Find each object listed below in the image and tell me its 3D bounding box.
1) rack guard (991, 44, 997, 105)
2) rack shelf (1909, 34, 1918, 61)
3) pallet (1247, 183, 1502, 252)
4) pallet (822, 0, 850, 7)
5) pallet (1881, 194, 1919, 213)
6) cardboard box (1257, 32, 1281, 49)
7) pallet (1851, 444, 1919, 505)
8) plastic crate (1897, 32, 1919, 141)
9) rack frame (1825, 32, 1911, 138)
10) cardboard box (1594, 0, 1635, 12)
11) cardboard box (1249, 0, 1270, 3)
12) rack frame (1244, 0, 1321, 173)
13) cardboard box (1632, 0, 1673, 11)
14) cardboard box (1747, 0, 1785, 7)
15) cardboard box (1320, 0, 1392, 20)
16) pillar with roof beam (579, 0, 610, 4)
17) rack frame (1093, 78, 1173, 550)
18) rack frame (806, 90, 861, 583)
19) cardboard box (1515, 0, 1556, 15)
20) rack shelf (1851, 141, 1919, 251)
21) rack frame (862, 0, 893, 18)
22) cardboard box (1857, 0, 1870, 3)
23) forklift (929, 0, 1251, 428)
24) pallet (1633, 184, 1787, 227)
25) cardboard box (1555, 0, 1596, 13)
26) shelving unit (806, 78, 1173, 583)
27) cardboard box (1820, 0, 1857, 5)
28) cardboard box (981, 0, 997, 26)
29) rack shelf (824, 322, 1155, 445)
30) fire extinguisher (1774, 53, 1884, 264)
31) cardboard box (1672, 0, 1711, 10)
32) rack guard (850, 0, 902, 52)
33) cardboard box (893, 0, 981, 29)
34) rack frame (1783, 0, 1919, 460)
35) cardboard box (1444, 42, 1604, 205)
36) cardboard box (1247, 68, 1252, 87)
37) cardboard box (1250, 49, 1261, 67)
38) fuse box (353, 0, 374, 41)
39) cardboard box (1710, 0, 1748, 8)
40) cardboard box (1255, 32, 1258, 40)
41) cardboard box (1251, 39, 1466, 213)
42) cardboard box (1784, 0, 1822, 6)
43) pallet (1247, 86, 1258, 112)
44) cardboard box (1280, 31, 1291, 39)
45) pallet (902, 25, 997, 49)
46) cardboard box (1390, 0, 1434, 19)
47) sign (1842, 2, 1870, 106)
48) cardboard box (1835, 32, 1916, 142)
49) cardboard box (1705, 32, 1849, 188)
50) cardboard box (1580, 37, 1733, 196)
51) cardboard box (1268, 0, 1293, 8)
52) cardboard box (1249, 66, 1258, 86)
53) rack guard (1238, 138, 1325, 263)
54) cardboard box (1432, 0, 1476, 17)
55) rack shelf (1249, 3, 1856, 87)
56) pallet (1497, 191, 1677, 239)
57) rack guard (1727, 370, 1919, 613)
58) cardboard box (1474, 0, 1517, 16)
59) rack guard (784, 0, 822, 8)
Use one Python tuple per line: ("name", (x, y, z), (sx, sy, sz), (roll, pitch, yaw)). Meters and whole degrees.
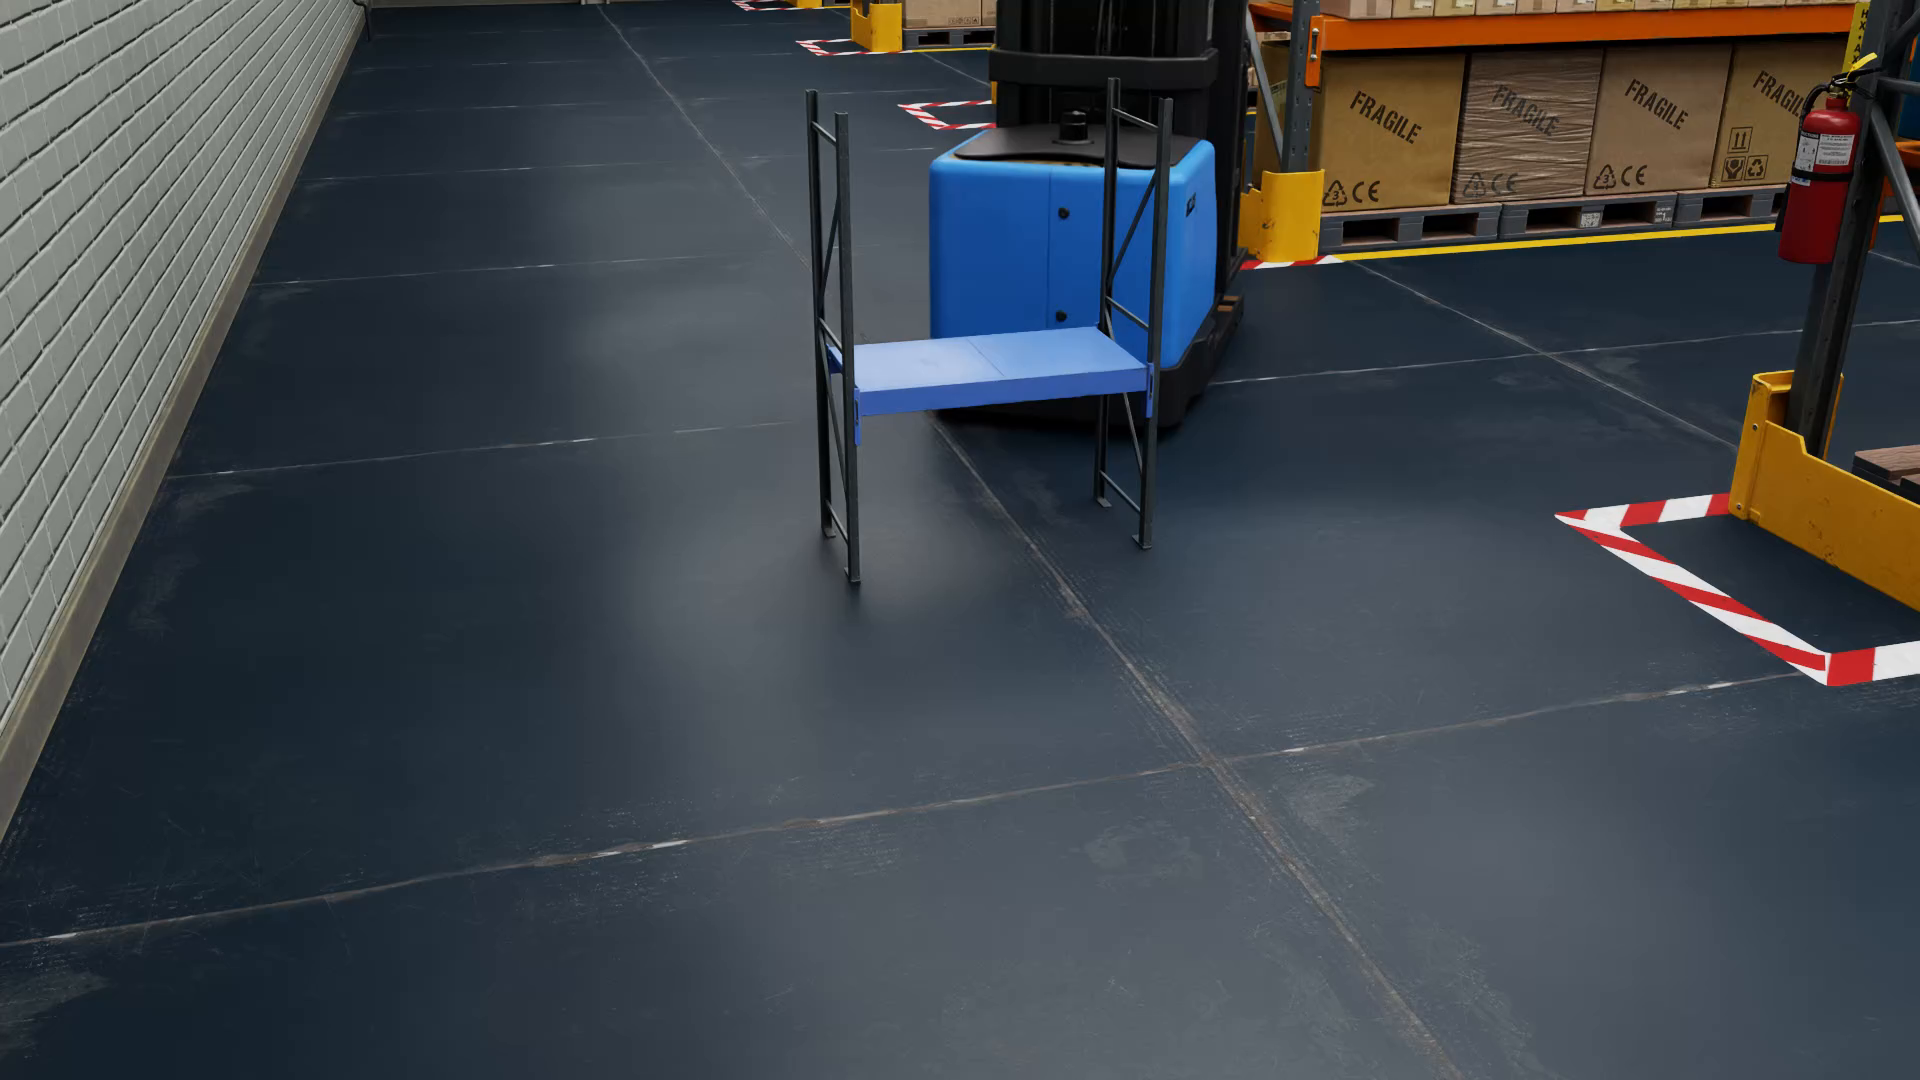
("rack guard", (0.588, -3.935, 14.286), (0.348, 0.500, 1.175), (-6, 24, -14))
("rack shelf", (7.534, -3.490, 10.992), (4.000, 0.370, 1.077), (-6, 24, -14))
("pallet", (2.506, -2.015, 10.178), (1.213, 0.211, 1.003), (-6, 24, -14))
("pallet", (-1.424, -7.640, 23.288), (1.213, 0.211, 1.003), (-6, 24, -14))
("pallet", (6.331, -2.437, 11.162), (1.213, 0.211, 1.003), (-6, 24, -14))
("cardboard box", (2.589, -4.369, 14.457), (0.250, 0.149, 0.380), (-6, 24, -14))
("pallet", (3.899, -0.093, 5.699), (1.213, 0.211, 1.003), (-6, 24, -14))
("plastic crate", (3.367, -1.452, 5.208), (0.499, 0.435, 0.616), (-6, 24, -14))
("rack frame", (5.608, -3.608, 10.354), (0.127, 3.000, 1.000), (-6, 24, -14))
("cardboard box", (3.668, -3.143, 9.590), (0.250, 0.149, 0.380), (-7, 24, -16))
("cardboard box", (3.507, -6.683, 19.683), (0.875, 0.875, 0.875), (-6, 24, -13))
("rack frame", (1.757, -3.182, 9.361), (0.127, 3.000, 1.000), (-6, 24, -14))
("cardboard box", (3.920, -3.172, 9.656), (0.250, 0.149, 0.380), (-6, 24, -14))
("cardboard box", (4.660, -3.253, 9.846), (0.250, 0.149, 0.380), (-6, 24, -13))
("cardboard box", (2.188, -2.979, 9.207), (0.250, 0.149, 0.380), (-6, 24, -14))
("pillar with roof beam", (-3.941, -10.006, 17.656), (0.400, 9.000, 9.100), (-6, 24, -14))
("rack frame", (0.572, -0.752, 5.602), (0.032, 1.500, 0.500), (-6, 24, -14))
("rack frame", (-0.407, -0.644, 5.349), (0.032, 1.500, 0.500), (-6, 24, -14))
("cardboard box", (3.177, -3.089, 9.463), (0.250, 0.149, 0.380), (-7, 24, -15))
("rack shelf", (5.020, -1.184, 5.617), (4.000, 0.370, 1.077), (-6, 24, -14))
("rack frame", (-0.920, -6.944, 18.129), (0.127, 3.000, 1.000), (-6, 24, -14))
("cardboard box", (5.403, -3.335, 10.038), (0.250, 0.149, 0.380), (-6, 24, -14))
("forklift", (0.770, -2.346, 7.500), (1.130, 2.935, 3.031), (7, 24, 15))
("pallet", (4.855, -2.275, 10.784), (1.213, 0.211, 1.003), (-6, 24, -14))
("cardboard box", (3.425, -3.117, 9.528), (0.250, 0.149, 0.380), (-7, 24, -15))
("shelving unit", (0.082, -0.698, 5.475), (1.048, 1.500, 0.538), (-6, 24, -14))
("cardboard box", (5.155, -3.308, 9.974), (0.250, 0.149, 0.380), (-6, 24, -13))
("cardboard box", (0.567, -6.168, 19.039), (0.875, 0.438, 0.875), (-6, 24, -13))
("rack shelf", (0.082, -0.533, 5.546), (1.000, 0.185, 0.538), (-6, 24, -14))
("fire extinguisher", (2.827, -1.251, 5.432), (0.183, 0.674, 0.296), (-6, 24, -14))
("cardboard box", (4.166, -3.198, 9.718), (0.250, 0.149, 0.380), (-7, 24, -15))
("rack guard", (-0.943, -5.793, 18.616), (0.348, 0.500, 1.175), (-6, 24, -14))
("cardboard box", (-0.312, -6.068, 18.804), (0.875, 0.438, 0.875), (-7, 24, -16))
("rack frame", (3.095, -1.301, 4.978), (0.127, 3.000, 1.000), (-6, 24, -14))
("cardboard box", (3.228, -2.594, 10.153), (0.875, 0.875, 0.875), (-6, 24, -14))
("cardboard box", (2.331, -4.023, 14.405), (0.250, 0.149, 0.380), (-8, 24, -17))
("cardboard box", (2.598, -4.241, 14.535), (0.250, 0.149, 0.380), (-5, 24, -12))
("fuse box", (-6.770, -6.556, 18.858), (0.414, 1.711, 0.539), (-6, 24, -14))
("cardboard box", (4.412, -3.226, 9.782), (0.250, 0.149, 0.380), (-6, 24, -13))
("cardboard box", (2.372, -4.306, 14.310), (0.250, 0.149, 0.380), (-6, 24, -14))
("cardboard box", (2.351, -2.497, 9.927), (0.875, 0.875, 0.875), (-6, 24, -14))
("cardboard box", (4.908, -3.281, 9.910), (0.250, 0.149, 0.380), (-7, 24, -15))
("pallet", (2.552, -4.004, 14.813), (1.213, 0.211, 1.003), (-6, 24, -14))
("cardboard box", (2.857, -4.354, 14.422), (0.250, 0.149, 0.380), (-7, 24, -16))
("pallet", (-0.171, -5.777, 18.947), (1.213, 0.211, 1.003), (-6, 24, -14))
("cardboard box", (2.434, -3.007, 9.271), (0.250, 0.149, 0.380), (-7, 24, -15))
("sign", (2.931, -1.583, 5.429), (0.005, 0.325, 0.100), (-6, 24, -14))
("cardboard box", (6.219, -2.900, 10.867), (0.875, 0.875, 1.225), (-6, 24, -14))
("cardboard box", (4.951, -2.784, 10.597), (0.875, 0.875, 0.875), (-6, 24, -14))
("cardboard box", (4.085, -2.688, 10.373), (0.875, 0.875, 0.875), (-6, 24, -14))
("cardboard box", (2.011, -3.229, 9.790), (0.250, 0.149, 0.380), (-6, 24, -13))
("cardboard box", (2.591, -4.062, 14.497), (0.250, 0.149, 0.380), (-6, 24, -14))
("rack guard", (1.734, -2.030, 9.848), (0.348, 0.500, 1.175), (-6, 24, -14))
("cardboard box", (2.681, -3.034, 9.335), (0.250, 0.149, 0.380), (-7, 24, -16))
("rack shelf", (3.683, -3.064, 9.999), (4.000, 0.370, 1.077), (-6, 24, -14))
("pallet", (3.678, -2.144, 10.478), (1.213, 0.211, 1.003), (-6, 24, -14))
("rack guard", (3.075, -0.145, 5.454), (0.348, 0.500, 1.175), (-6, 24, -14))
("cardboard box", (2.932, -3.062, 9.401), (0.250, 0.149, 0.380), (-7, 24, -15))
("rack guard", (-2.191, -7.687, 23.032), (0.348, 0.500, 1.175), (-6, 24, -14))
